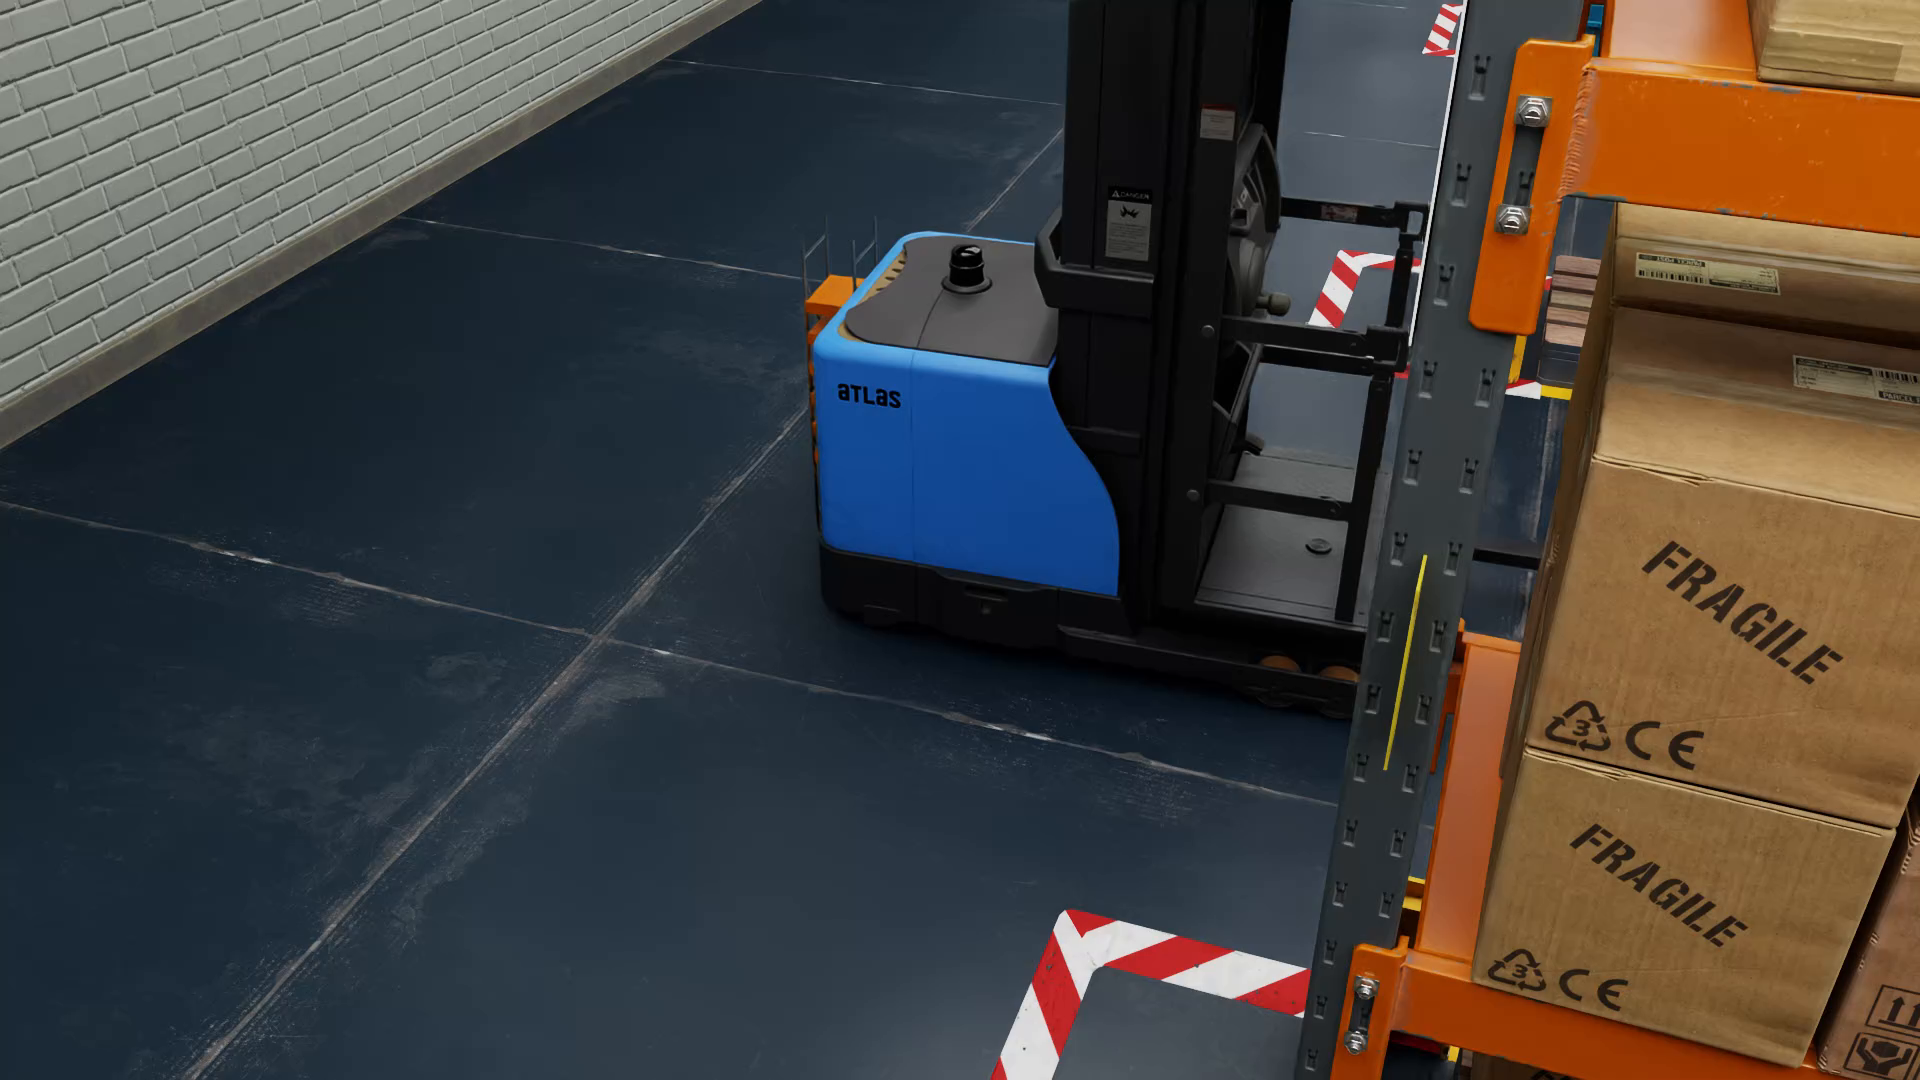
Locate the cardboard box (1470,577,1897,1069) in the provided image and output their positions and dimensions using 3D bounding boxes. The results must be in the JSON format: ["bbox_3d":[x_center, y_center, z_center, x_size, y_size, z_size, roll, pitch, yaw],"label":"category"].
[{"bbox_3d":[1.156,0.440,2.711,0.500,0.500,0.500,12,35,17],"label":"cardboard box"}]

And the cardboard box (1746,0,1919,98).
[{"bbox_3d":[1.225,-0.707,1.952,0.500,0.250,0.500,11,34,16],"label":"cardboard box"}]

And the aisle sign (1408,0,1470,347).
[{"bbox_3d":[0.664,-0.688,2.154,0.004,0.787,0.394,11,34,16],"label":"aisle sign"}]

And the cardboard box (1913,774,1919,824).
[{"bbox_3d":[1.651,0.112,2.297,0.500,0.500,0.500,11,35,17],"label":"cardboard box"}]

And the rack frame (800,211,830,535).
[{"bbox_3d":[-0.504,-0.586,6.052,0.006,1.200,0.240,9,34,14],"label":"rack frame"}]

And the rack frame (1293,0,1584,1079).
[{"bbox_3d":[0.827,0.266,3.072,0.127,3.000,1.000,11,34,16],"label":"rack frame"}]

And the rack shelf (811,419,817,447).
[{"bbox_3d":[-0.416,-0.434,6.119,0.180,0.103,0.258,9,34,14],"label":"rack shelf"}]

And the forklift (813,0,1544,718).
[{"bbox_3d":[1.091,-0.980,5.066,3.031,2.935,1.130,9,34,14],"label":"forklift"}]

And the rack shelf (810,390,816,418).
[{"bbox_3d":[-0.416,-0.535,6.054,0.180,0.103,0.258,9,34,14],"label":"rack shelf"}]

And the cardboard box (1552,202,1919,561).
[{"bbox_3d":[1.339,-0.255,2.865,0.500,0.500,0.500,11,34,16],"label":"cardboard box"}]

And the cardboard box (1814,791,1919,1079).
[{"bbox_3d":[1.644,0.532,2.568,0.500,0.500,0.500,11,34,16],"label":"cardboard box"}]

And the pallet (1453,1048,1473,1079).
[{"bbox_3d":[1.650,1.597,3.582,1.213,0.211,1.003,11,34,16],"label":"pallet"}]

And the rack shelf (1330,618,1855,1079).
[{"bbox_3d":[2.710,0.935,2.700,4.000,0.370,1.077,11,34,16],"label":"rack shelf"}]

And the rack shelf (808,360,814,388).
[{"bbox_3d":[-0.416,-0.635,5.989,0.180,0.103,0.258,9,34,14],"label":"rack shelf"}]

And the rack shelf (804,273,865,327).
[{"bbox_3d":[-0.416,-0.837,5.858,0.180,0.103,0.258,9,34,14],"label":"rack shelf"}]

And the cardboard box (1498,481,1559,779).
[{"bbox_3d":[1.341,0.167,3.133,0.500,0.500,0.500,12,35,18],"label":"cardboard box"}]

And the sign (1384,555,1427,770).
[{"bbox_3d":[0.645,0.180,2.408,0.005,0.325,0.100,11,34,16],"label":"sign"}]

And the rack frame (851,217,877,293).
[{"bbox_3d":[-0.329,-0.558,6.007,0.006,1.200,0.240,9,34,14],"label":"rack frame"}]

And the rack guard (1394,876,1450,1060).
[{"bbox_3d":[0.899,1.330,3.728,0.348,0.500,1.175,11,34,16],"label":"rack guard"}]

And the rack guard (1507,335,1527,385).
[{"bbox_3d":[2.475,-1.210,7.663,0.348,0.500,1.175,11,34,16],"label":"rack guard"}]

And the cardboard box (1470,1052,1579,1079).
[{"bbox_3d":[1.422,1.105,3.671,0.500,0.500,0.500,11,34,16],"label":"cardboard box"}]

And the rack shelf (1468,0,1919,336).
[{"bbox_3d":[2.710,-0.326,1.887,4.000,0.370,1.077,11,34,16],"label":"rack shelf"}]

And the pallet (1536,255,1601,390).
[{"bbox_3d":[3.265,-0.920,7.480,1.213,0.211,1.003,11,34,16],"label":"pallet"}]

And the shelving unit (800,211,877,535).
[{"bbox_3d":[-0.416,-0.572,6.030,0.189,1.200,0.258,9,34,14],"label":"shelving unit"}]

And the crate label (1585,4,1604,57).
[{"bbox_3d":[2.623,-2.004,6.687,0.303,0.233,0.416,11,34,16],"label":"crate label"}]

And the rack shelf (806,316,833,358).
[{"bbox_3d":[-0.416,-0.736,5.924,0.180,0.103,0.258,9,34,14],"label":"rack shelf"}]

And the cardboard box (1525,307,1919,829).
[{"bbox_3d":[1.156,0.020,2.439,0.500,0.500,0.500,12,35,18],"label":"cardboard box"}]

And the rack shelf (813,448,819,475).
[{"bbox_3d":[-0.416,-0.333,6.184,0.180,0.103,0.258,9,34,14],"label":"rack shelf"}]
